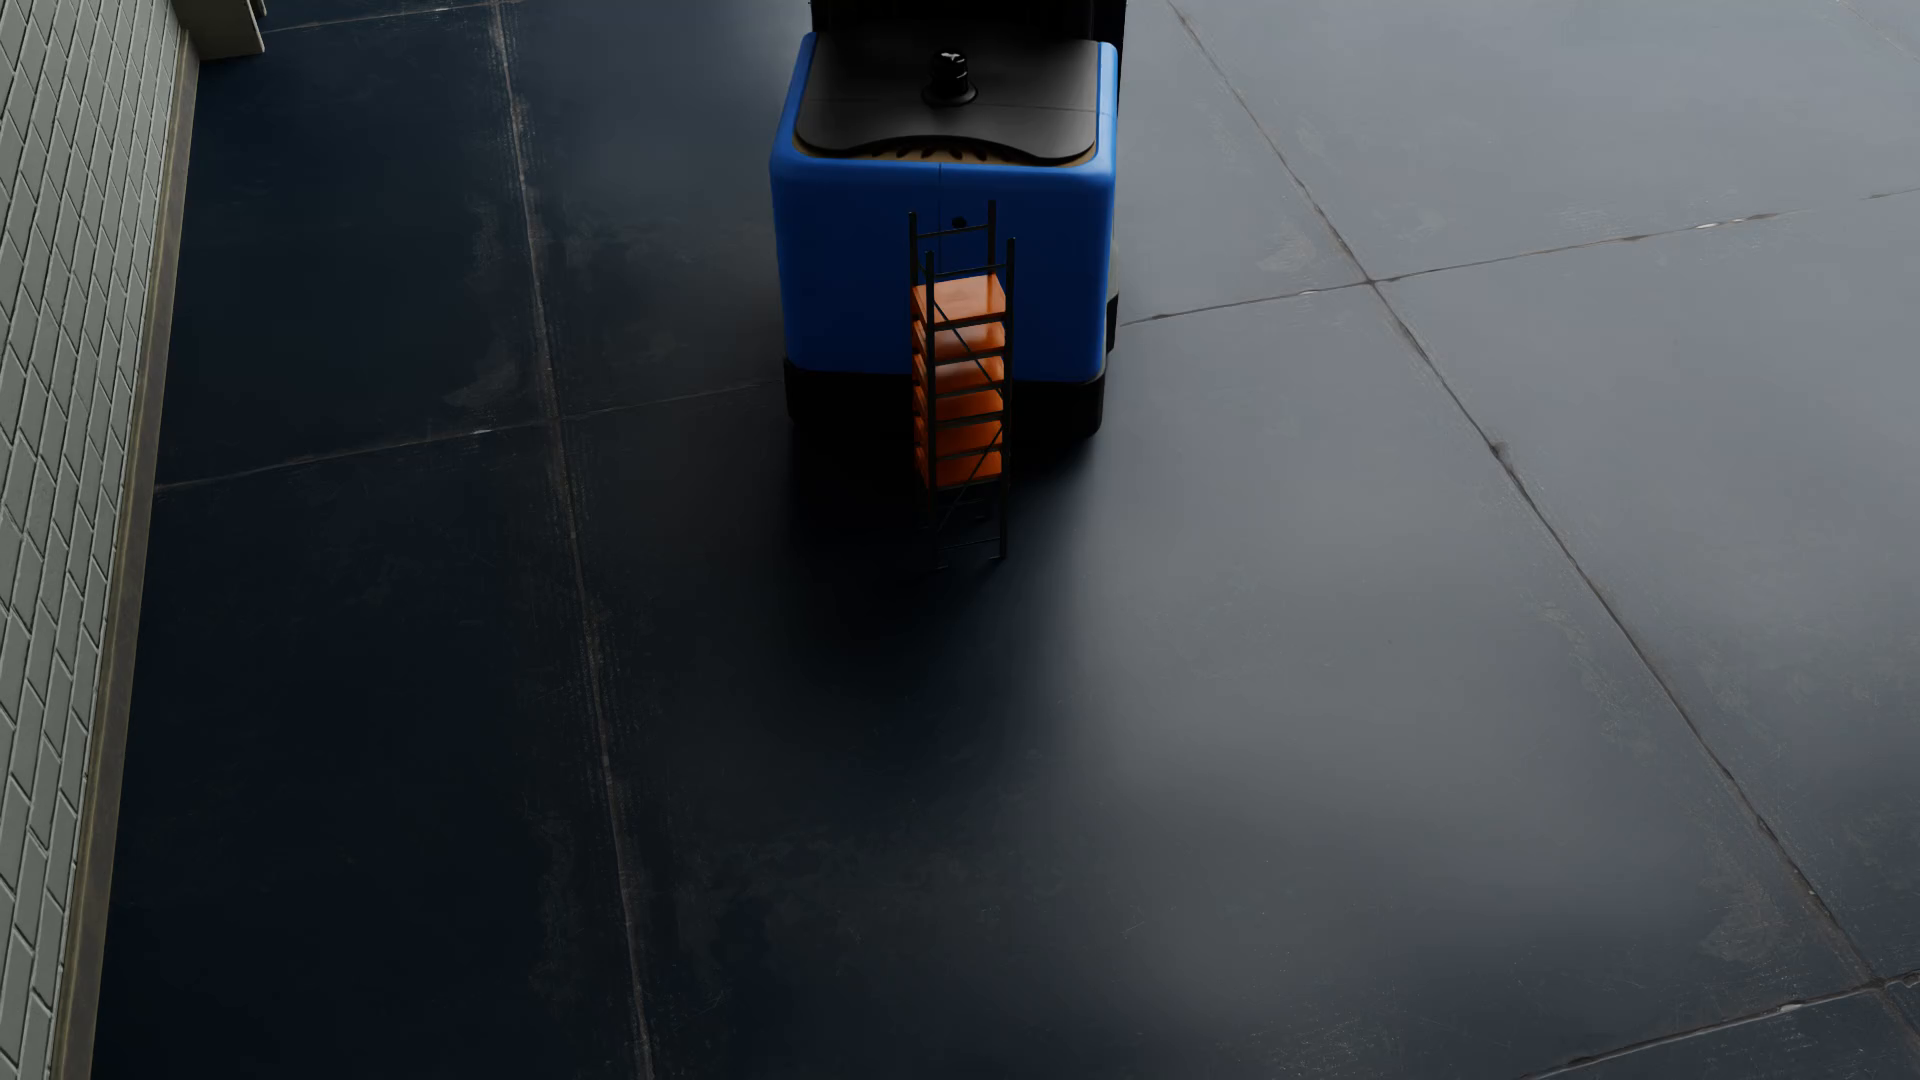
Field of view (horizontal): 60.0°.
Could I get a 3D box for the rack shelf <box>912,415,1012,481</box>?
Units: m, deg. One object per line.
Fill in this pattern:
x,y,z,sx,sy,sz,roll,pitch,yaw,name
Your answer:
0.004,-0.295,4.929,0.258,0.103,0.180,-11,47,-10,rack shelf

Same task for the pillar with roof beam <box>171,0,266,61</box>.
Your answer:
0.878,-6.204,5.029,9.100,9.000,0.400,-11,47,-10,pillar with roof beam

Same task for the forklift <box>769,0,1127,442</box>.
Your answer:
0.047,-2.399,5.549,1.130,2.935,3.031,3,46,3,forklift

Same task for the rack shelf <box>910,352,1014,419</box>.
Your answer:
0.004,-0.463,4.758,0.258,0.103,0.180,-11,47,-10,rack shelf

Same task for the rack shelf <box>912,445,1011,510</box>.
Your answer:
0.004,-0.211,5.015,0.258,0.103,0.180,-11,47,-10,rack shelf

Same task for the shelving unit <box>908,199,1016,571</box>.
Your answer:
0.004,-0.410,4.812,0.258,1.200,0.189,-11,47,-10,shelving unit

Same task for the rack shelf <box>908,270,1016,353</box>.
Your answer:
0.004,-0.631,4.586,0.258,0.103,0.180,-11,47,-10,rack shelf

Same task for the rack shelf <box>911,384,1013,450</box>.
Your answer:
0.004,-0.379,4.843,0.258,0.103,0.180,-11,47,-10,rack shelf

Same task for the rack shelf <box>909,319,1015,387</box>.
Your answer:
0.004,-0.547,4.672,0.258,0.103,0.180,-11,47,-10,rack shelf

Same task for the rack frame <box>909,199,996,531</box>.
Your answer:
-0.020,-0.473,4.874,0.240,1.200,0.006,-11,47,-10,rack frame

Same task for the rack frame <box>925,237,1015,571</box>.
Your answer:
0.027,-0.347,4.750,0.240,1.200,0.006,-11,47,-10,rack frame
